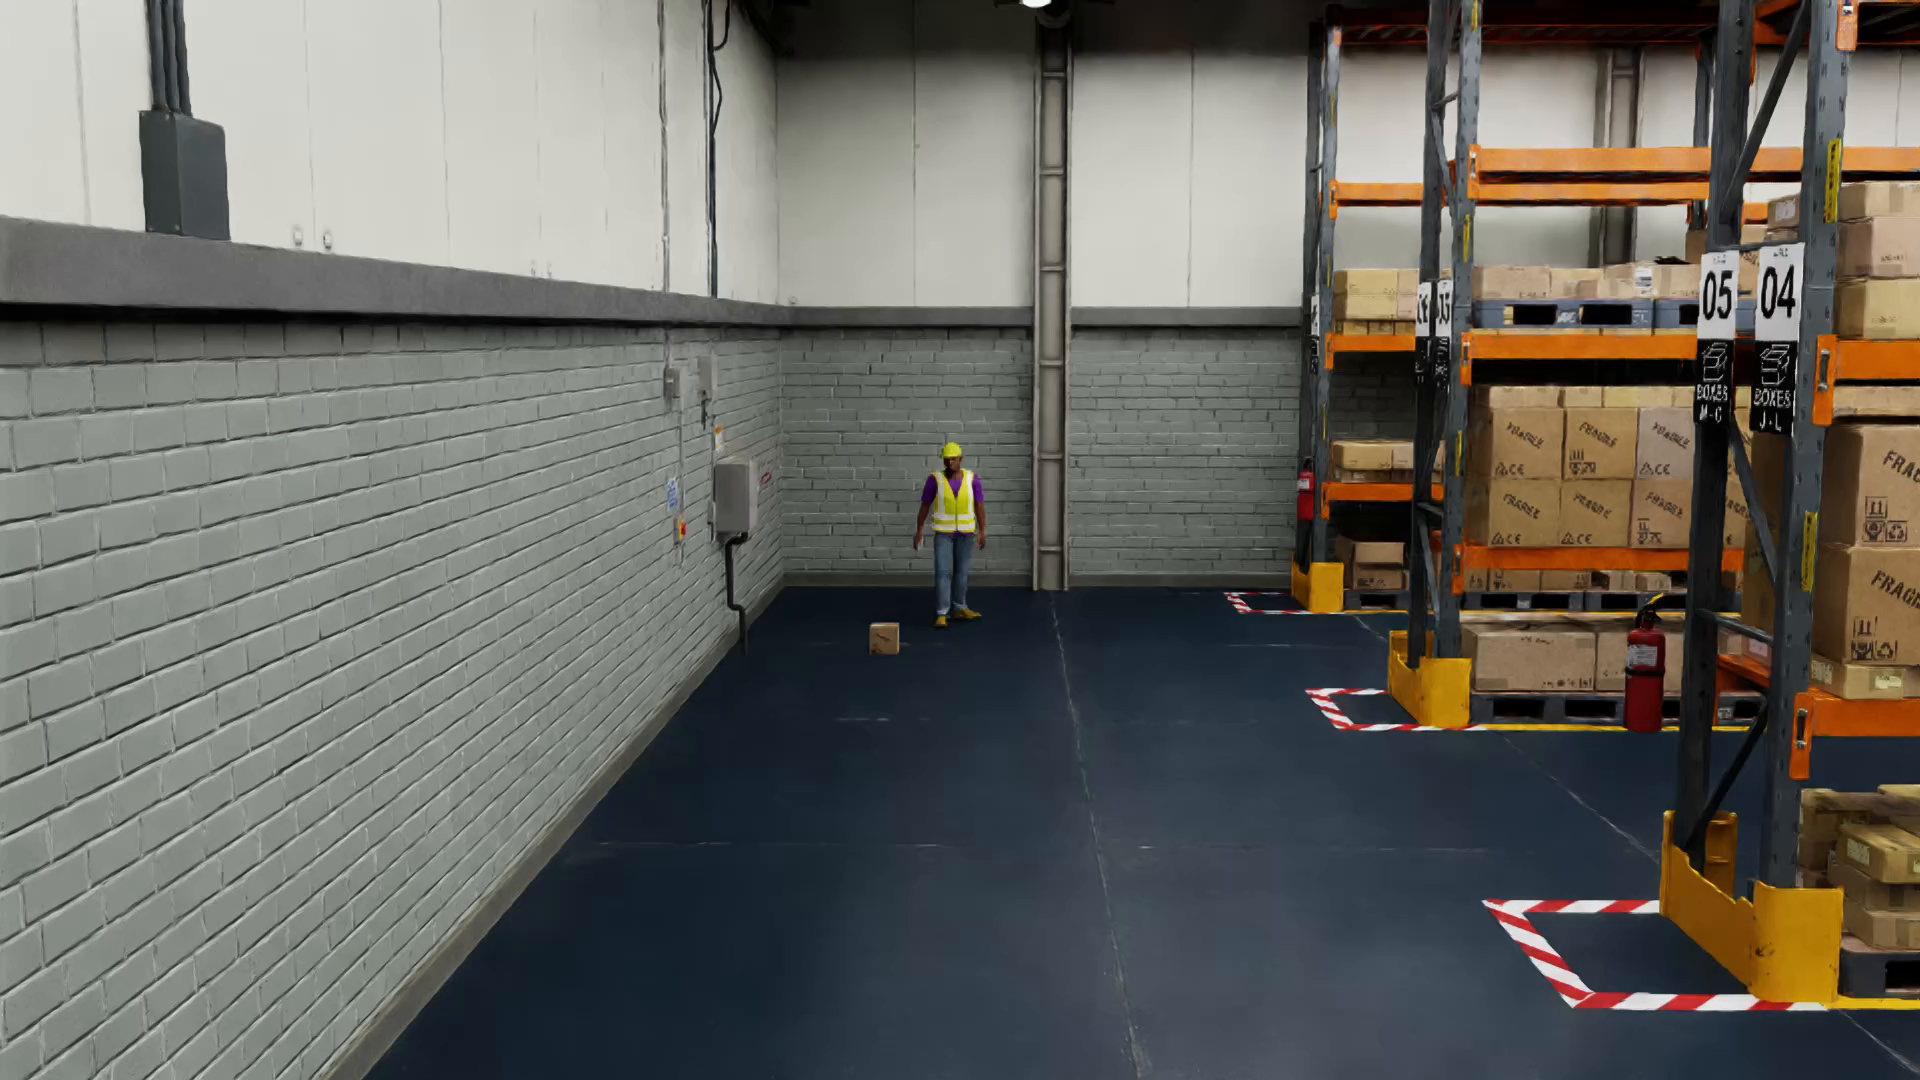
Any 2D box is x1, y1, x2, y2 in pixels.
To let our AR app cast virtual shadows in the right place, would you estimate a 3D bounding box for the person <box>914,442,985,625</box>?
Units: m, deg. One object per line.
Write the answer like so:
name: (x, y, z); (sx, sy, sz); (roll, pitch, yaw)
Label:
person: (-0.090, -0.062, 16.091); (0.708, 1.766, 0.628); (-2, 7, -13)
